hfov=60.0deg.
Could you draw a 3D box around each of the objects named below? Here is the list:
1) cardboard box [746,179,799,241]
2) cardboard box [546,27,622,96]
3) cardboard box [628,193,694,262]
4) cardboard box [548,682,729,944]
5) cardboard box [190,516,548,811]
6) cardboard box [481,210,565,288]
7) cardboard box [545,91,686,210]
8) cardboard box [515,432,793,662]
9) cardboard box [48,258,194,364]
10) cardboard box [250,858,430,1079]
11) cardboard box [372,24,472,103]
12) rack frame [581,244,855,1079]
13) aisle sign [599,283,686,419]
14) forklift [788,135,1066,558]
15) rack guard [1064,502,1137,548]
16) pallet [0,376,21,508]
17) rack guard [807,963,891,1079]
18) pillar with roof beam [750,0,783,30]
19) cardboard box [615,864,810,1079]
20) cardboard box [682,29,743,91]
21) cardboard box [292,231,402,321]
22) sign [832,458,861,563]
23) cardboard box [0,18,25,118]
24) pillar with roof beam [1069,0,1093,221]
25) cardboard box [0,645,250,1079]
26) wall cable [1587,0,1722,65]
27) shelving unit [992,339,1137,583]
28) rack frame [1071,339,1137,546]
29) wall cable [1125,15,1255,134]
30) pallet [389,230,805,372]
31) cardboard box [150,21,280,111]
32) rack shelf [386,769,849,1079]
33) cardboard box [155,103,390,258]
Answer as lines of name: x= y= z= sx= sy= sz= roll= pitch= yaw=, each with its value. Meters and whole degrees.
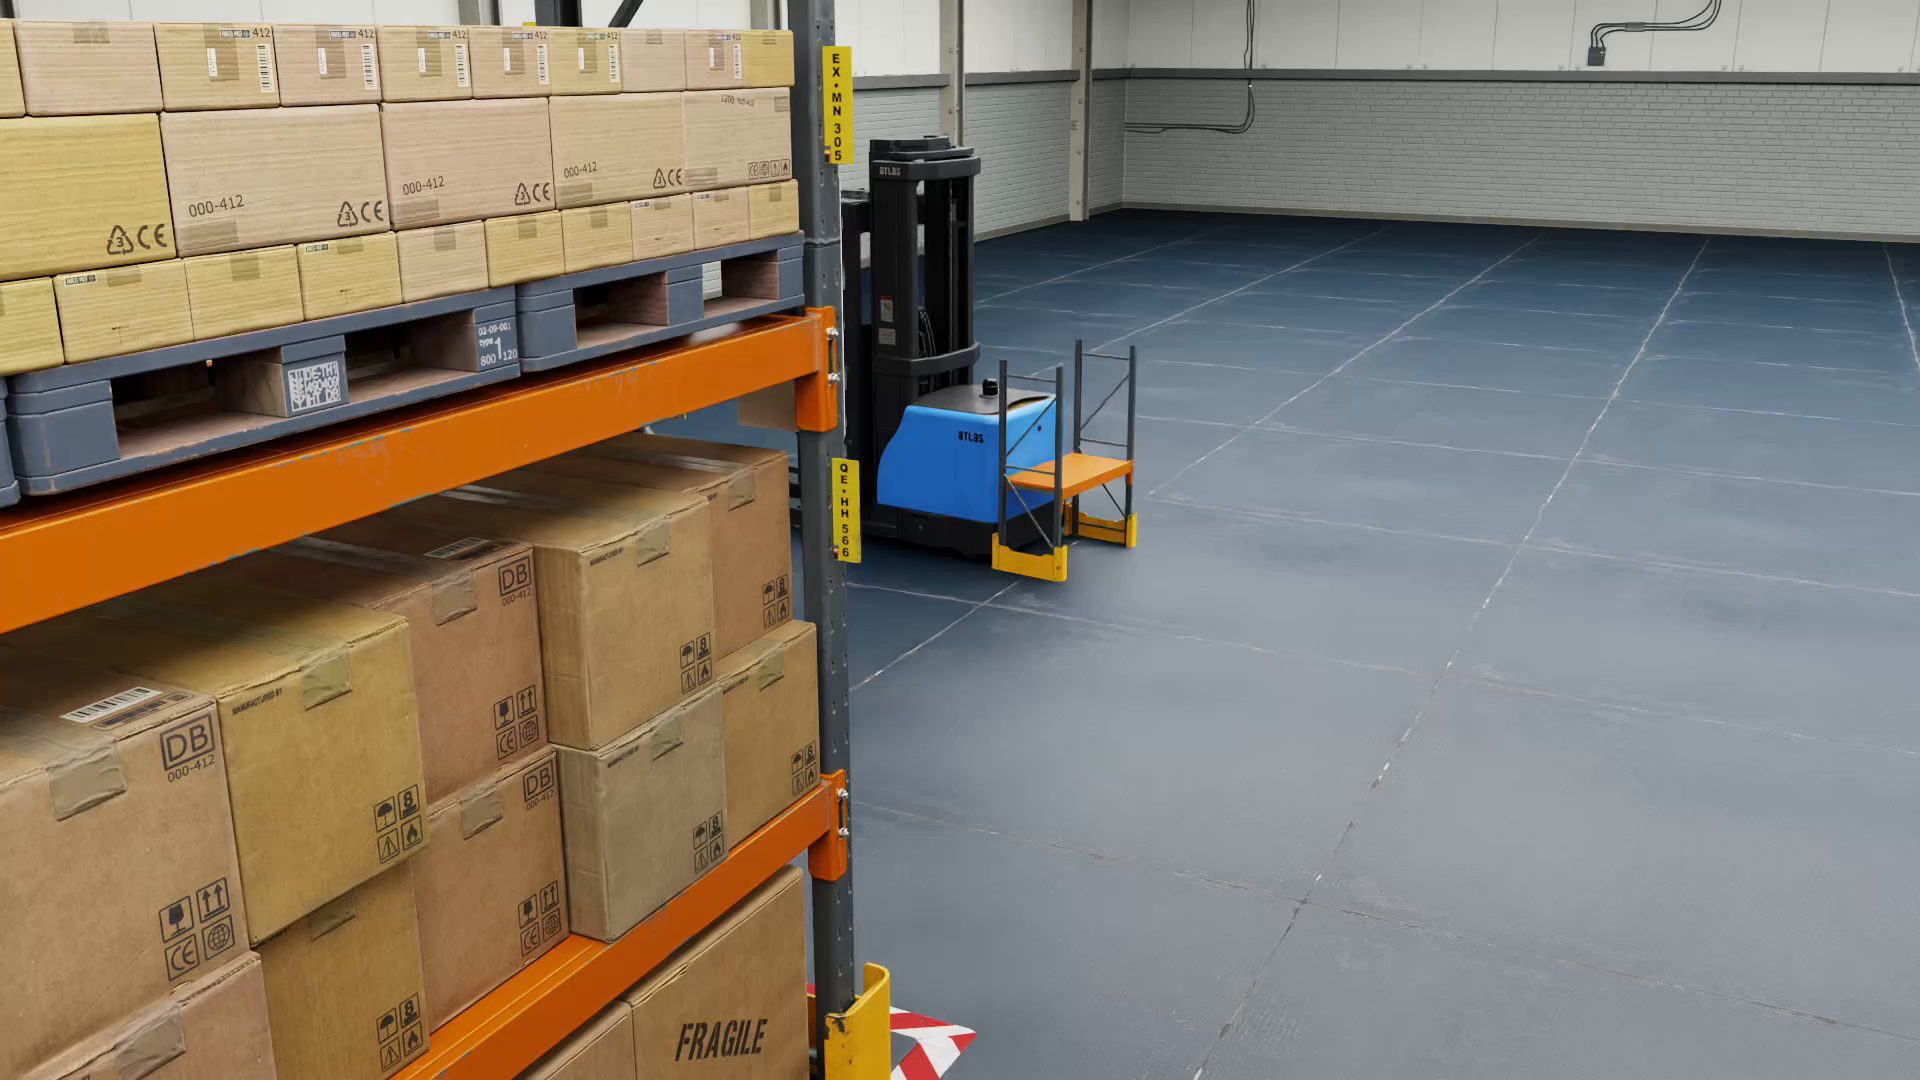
cardboard box: x=-0.677 y=-0.933 z=4.657 sx=0.380 sy=0.149 sz=0.250 roll=8 pitch=18 yaw=25
cardboard box: x=-1.020 y=-1.119 z=3.883 sx=0.380 sy=0.149 sz=0.250 roll=8 pitch=19 yaw=26
cardboard box: x=-0.904 y=-0.803 z=4.221 sx=0.380 sy=0.149 sz=0.250 roll=8 pitch=18 yaw=26
cardboard box: x=-1.183 y=0.677 z=4.713 sx=0.875 sy=0.550 sz=0.550 roll=8 pitch=18 yaw=25
cardboard box: x=-1.567 y=0.283 z=4.143 sx=0.875 sy=0.550 sz=0.550 roll=8 pitch=18 yaw=25
cardboard box: x=-1.132 y=-0.674 z=3.784 sx=0.380 sy=0.149 sz=0.250 roll=8 pitch=18 yaw=25
cardboard box: x=-1.025 y=-0.964 z=4.062 sx=0.500 sy=0.250 sz=0.500 roll=8 pitch=18 yaw=25
cardboard box: x=-1.032 y=0.006 z=5.076 sx=0.875 sy=0.550 sz=0.550 roll=8 pitch=18 yaw=25
cardboard box: x=-1.585 y=-0.416 z=2.917 sx=0.380 sy=0.149 sz=0.250 roll=8 pitch=18 yaw=25
cardboard box: x=-1.745 y=0.944 z=3.814 sx=0.875 sy=0.550 sz=0.500 roll=8 pitch=18 yaw=25
cardboard box: x=-1.247 y=-0.990 z=3.449 sx=0.380 sy=0.149 sz=0.250 roll=8 pitch=18 yaw=25
rack frame: x=-0.832 y=0.506 z=5.553 sx=1.000 sy=3.000 sz=0.127 roll=8 pitch=18 yaw=25
aisle sign: x=-1.068 y=-0.796 z=5.372 sx=0.394 sy=0.787 sz=0.004 roll=8 pitch=18 yaw=25
forklift: x=-0.711 y=-1.574 z=12.676 sx=3.031 sy=2.935 sz=1.130 roll=11 pitch=20 yaw=32
rack guard: x=1.050 y=-0.113 z=12.466 sx=0.587 sy=0.250 sz=0.087 roll=11 pitch=20 yaw=33
pallet: x=-2.244 y=-0.078 z=2.405 sx=1.003 sy=0.211 sz=1.213 roll=8 pitch=18 yaw=25
rack guard: x=-0.821 y=1.698 z=5.929 sx=1.175 sy=0.500 sz=0.348 roll=8 pitch=18 yaw=25
pillar with roof beam: x=1.030 y=-7.579 z=22.237 sx=9.100 sy=9.000 sz=0.400 roll=8 pitch=18 yaw=25
cardboard box: x=-1.075 y=1.504 z=5.185 sx=0.875 sy=0.875 sz=0.875 roll=8 pitch=18 yaw=26
cardboard box: x=-0.791 y=-1.251 z=4.326 sx=0.380 sy=0.149 sz=0.250 roll=8 pitch=18 yaw=26
cardboard box: x=-1.359 y=-0.545 z=3.349 sx=0.380 sy=0.149 sz=0.250 roll=8 pitch=18 yaw=26
sign: x=-0.352 y=-0.090 z=5.110 sx=0.100 sy=0.325 sz=0.005 roll=8 pitch=18 yaw=25
cardboard box: x=-1.698 y=-0.734 z=2.585 sx=0.380 sy=0.149 sz=0.250 roll=8 pitch=18 yaw=26
pillar with roof beam: x=6.392 y=-10.636 z=32.528 sx=9.100 sy=9.000 sz=0.400 roll=8 pitch=18 yaw=25
cardboard box: x=-1.917 y=0.571 z=3.174 sx=0.875 sy=0.550 sz=0.550 roll=8 pitch=18 yaw=25
wall cable: x=13.526 y=-12.184 z=31.767 sx=2.305 sy=6.003 sz=0.169 roll=8 pitch=18 yaw=25
shelving unit: x=0.768 y=-0.595 z=11.895 sx=0.587 sy=1.500 sz=1.083 roll=11 pitch=20 yaw=33
rack frame: x=1.062 y=-0.717 z=12.303 sx=0.500 sy=1.500 sz=0.032 roll=11 pitch=20 yaw=33
wall cable: x=5.040 y=-10.277 z=36.774 sx=3.097 sy=2.526 sz=0.112 roll=8 pitch=18 yaw=25
pallet: x=-1.154 y=-0.699 z=4.497 sx=1.003 sy=0.211 sz=1.213 roll=8 pitch=18 yaw=25
cardboard box: x=-1.472 y=-0.861 z=3.015 sx=0.380 sy=0.149 sz=0.250 roll=8 pitch=18 yaw=25
rack shelf: x=-1.725 y=1.360 z=3.940 sx=1.077 sy=0.370 sz=4.000 roll=8 pitch=18 yaw=25
cardboard box: x=-1.475 y=-0.708 z=3.200 sx=0.500 sy=0.250 sz=0.500 roll=8 pitch=18 yaw=26
